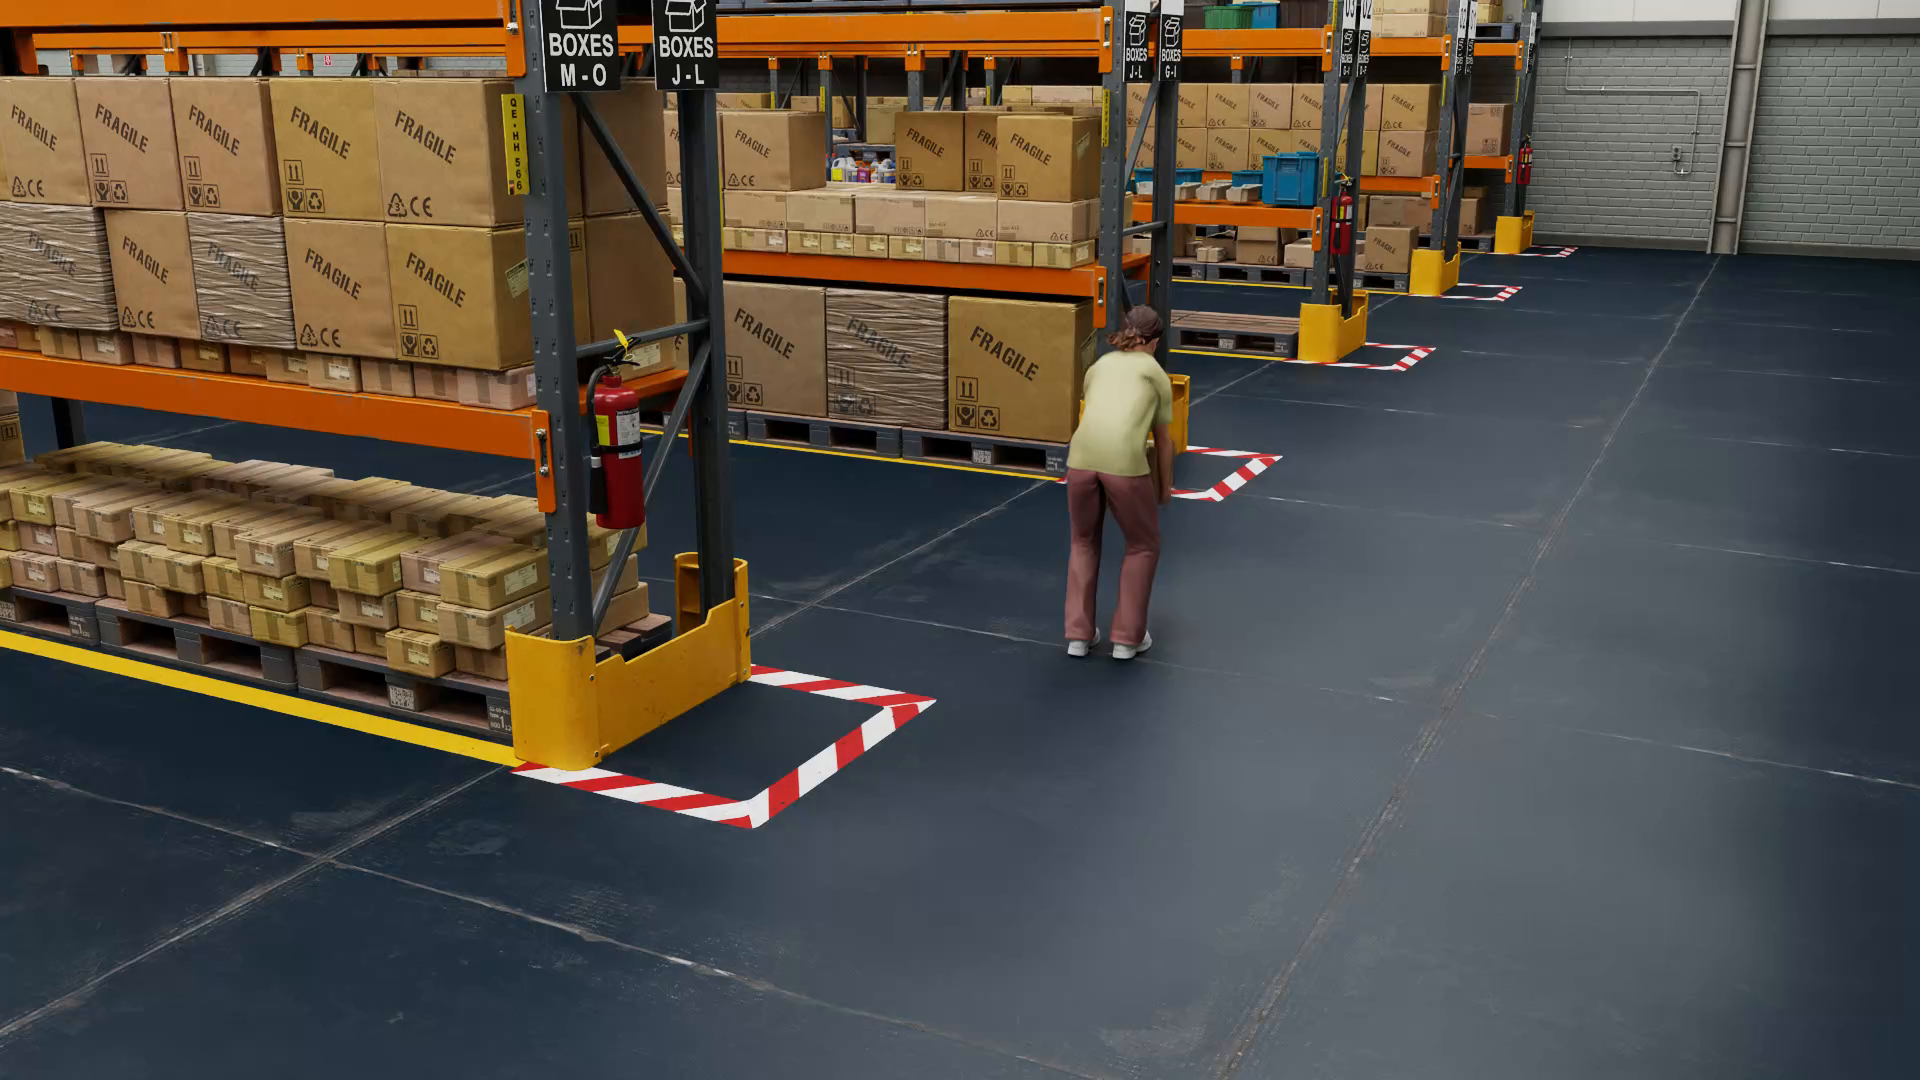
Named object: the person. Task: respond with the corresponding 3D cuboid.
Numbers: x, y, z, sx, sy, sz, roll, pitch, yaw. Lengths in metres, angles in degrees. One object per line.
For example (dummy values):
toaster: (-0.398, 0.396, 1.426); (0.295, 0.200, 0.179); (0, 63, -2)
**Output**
person: (0.706, -0.254, 7.276); (0.406, 1.489, 0.684); (7, 17, 24)
